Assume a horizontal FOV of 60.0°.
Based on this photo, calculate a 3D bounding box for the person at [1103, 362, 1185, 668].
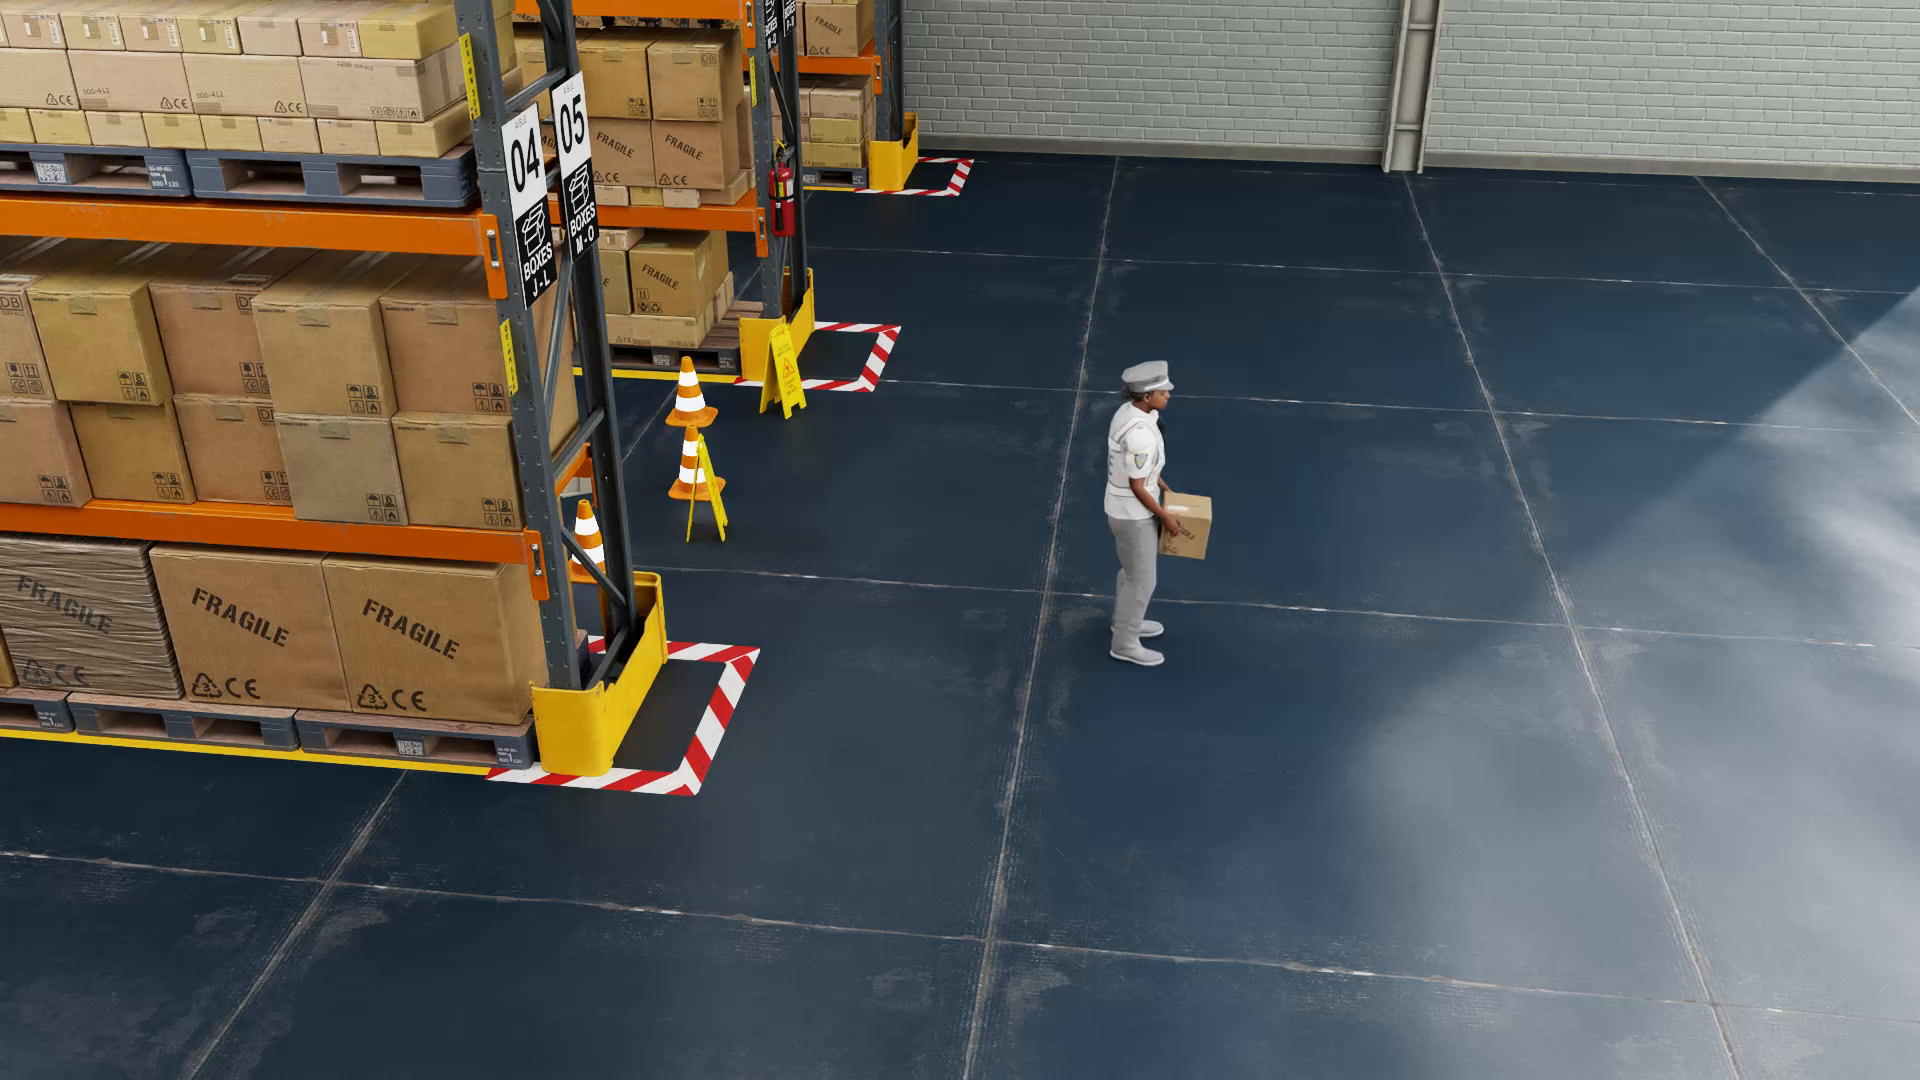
[{"bbox_3d":[0.965,-0.152,8.904,0.396,1.658,0.526,2,29,3],"label":"person"}]
